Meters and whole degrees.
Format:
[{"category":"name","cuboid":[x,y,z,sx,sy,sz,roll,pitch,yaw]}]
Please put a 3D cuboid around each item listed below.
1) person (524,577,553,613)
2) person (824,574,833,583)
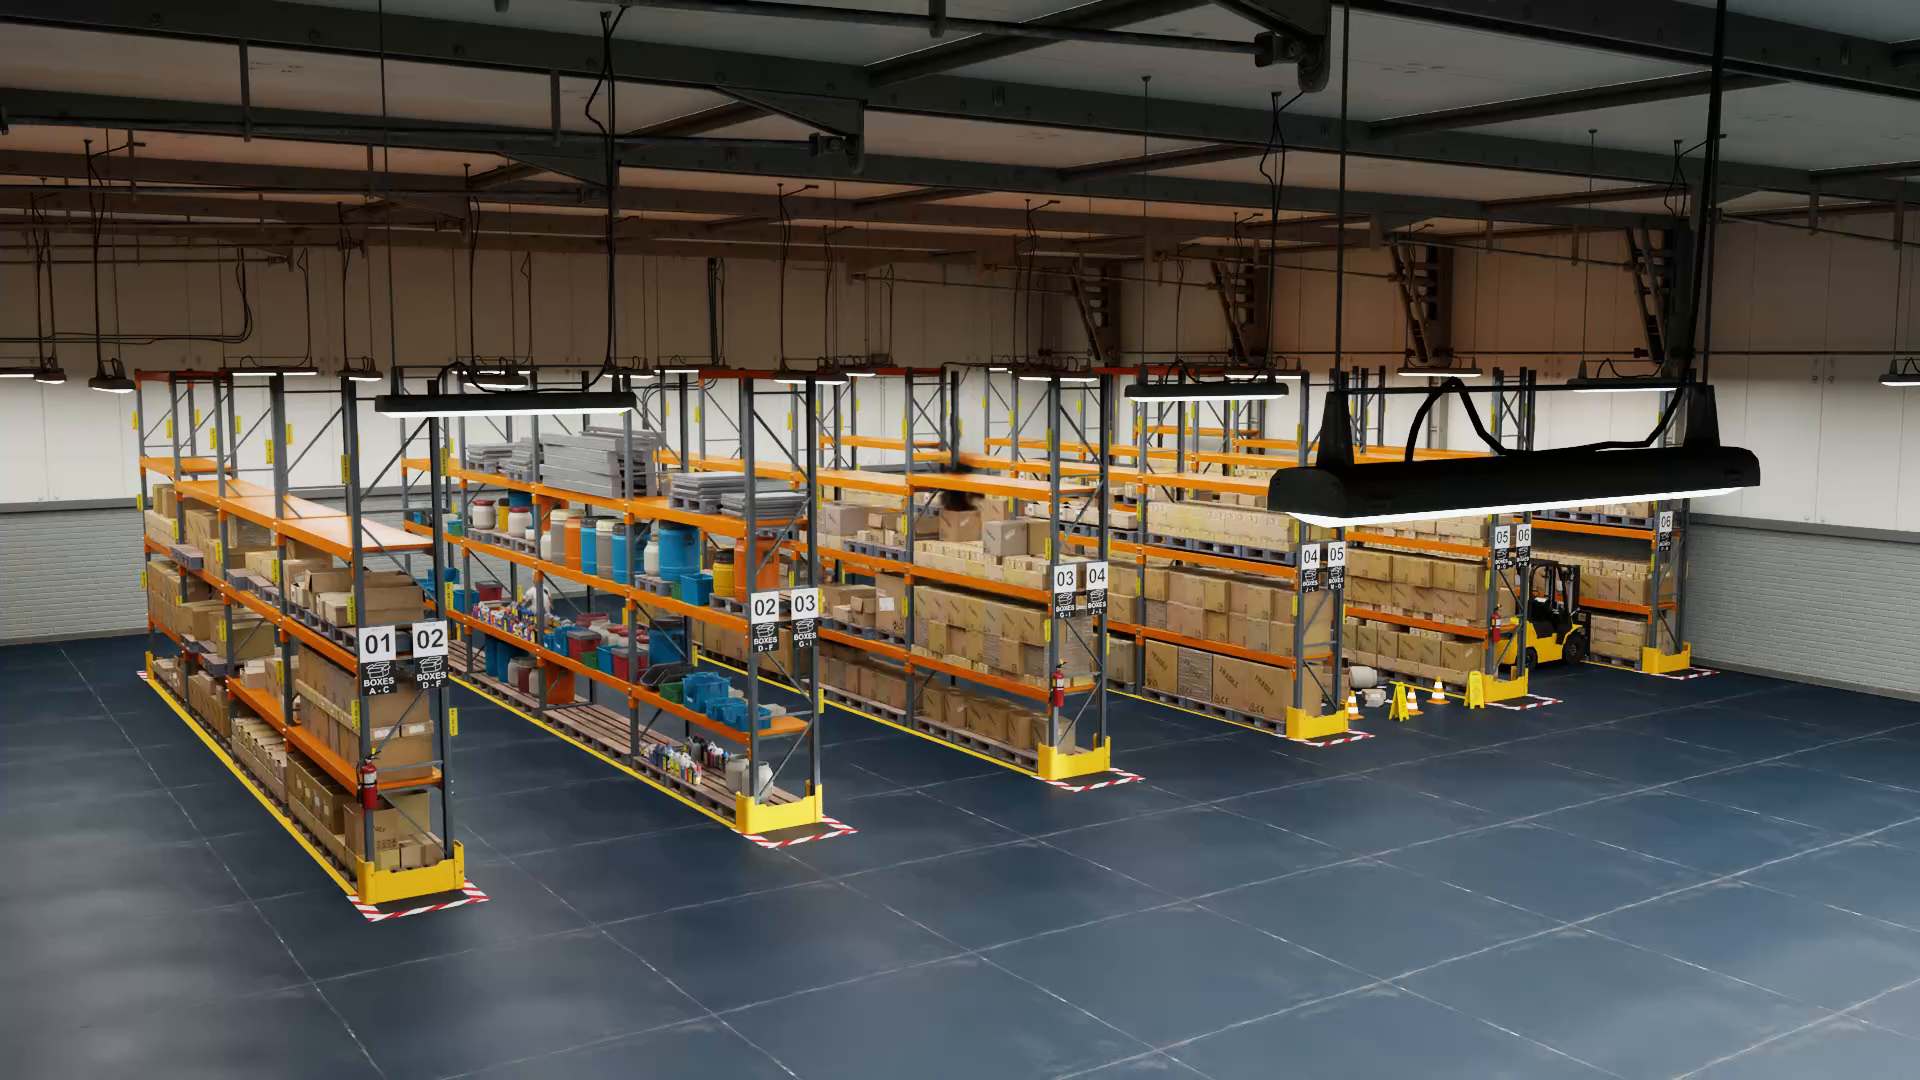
[{"category":"person","cuboid":[-8.944,1.559,35.289,0.627,1.636,0.593,-5,8,-39]},{"category":"person","cuboid":[-2.775,1.551,35.073,0.588,1.689,0.846,-6,9,-42]}]
